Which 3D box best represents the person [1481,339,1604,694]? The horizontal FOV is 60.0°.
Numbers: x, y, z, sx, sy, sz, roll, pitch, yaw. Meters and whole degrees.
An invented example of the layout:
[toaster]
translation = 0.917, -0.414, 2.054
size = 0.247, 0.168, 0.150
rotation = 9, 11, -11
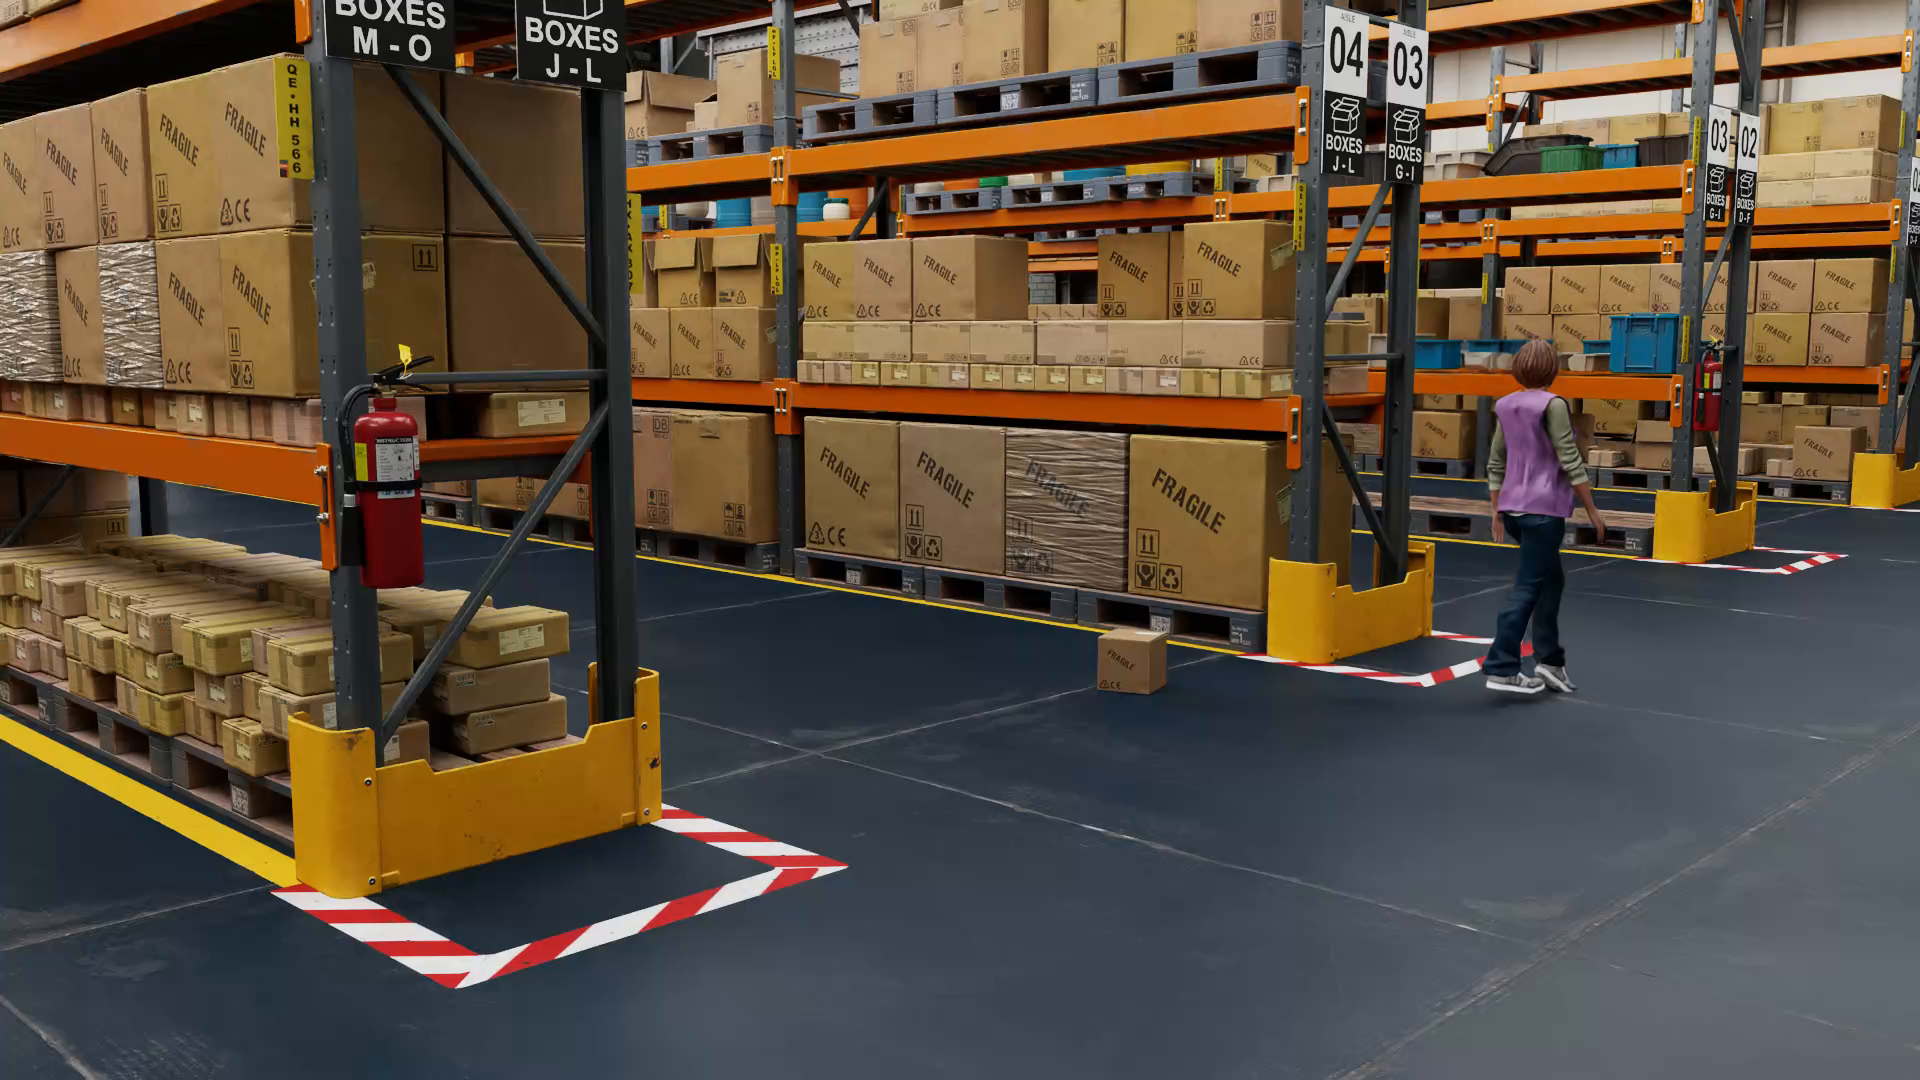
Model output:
[person]
translation = 2.615, -0.072, 7.466
size = 0.572, 1.651, 0.458
rotation = -2, 8, -18
